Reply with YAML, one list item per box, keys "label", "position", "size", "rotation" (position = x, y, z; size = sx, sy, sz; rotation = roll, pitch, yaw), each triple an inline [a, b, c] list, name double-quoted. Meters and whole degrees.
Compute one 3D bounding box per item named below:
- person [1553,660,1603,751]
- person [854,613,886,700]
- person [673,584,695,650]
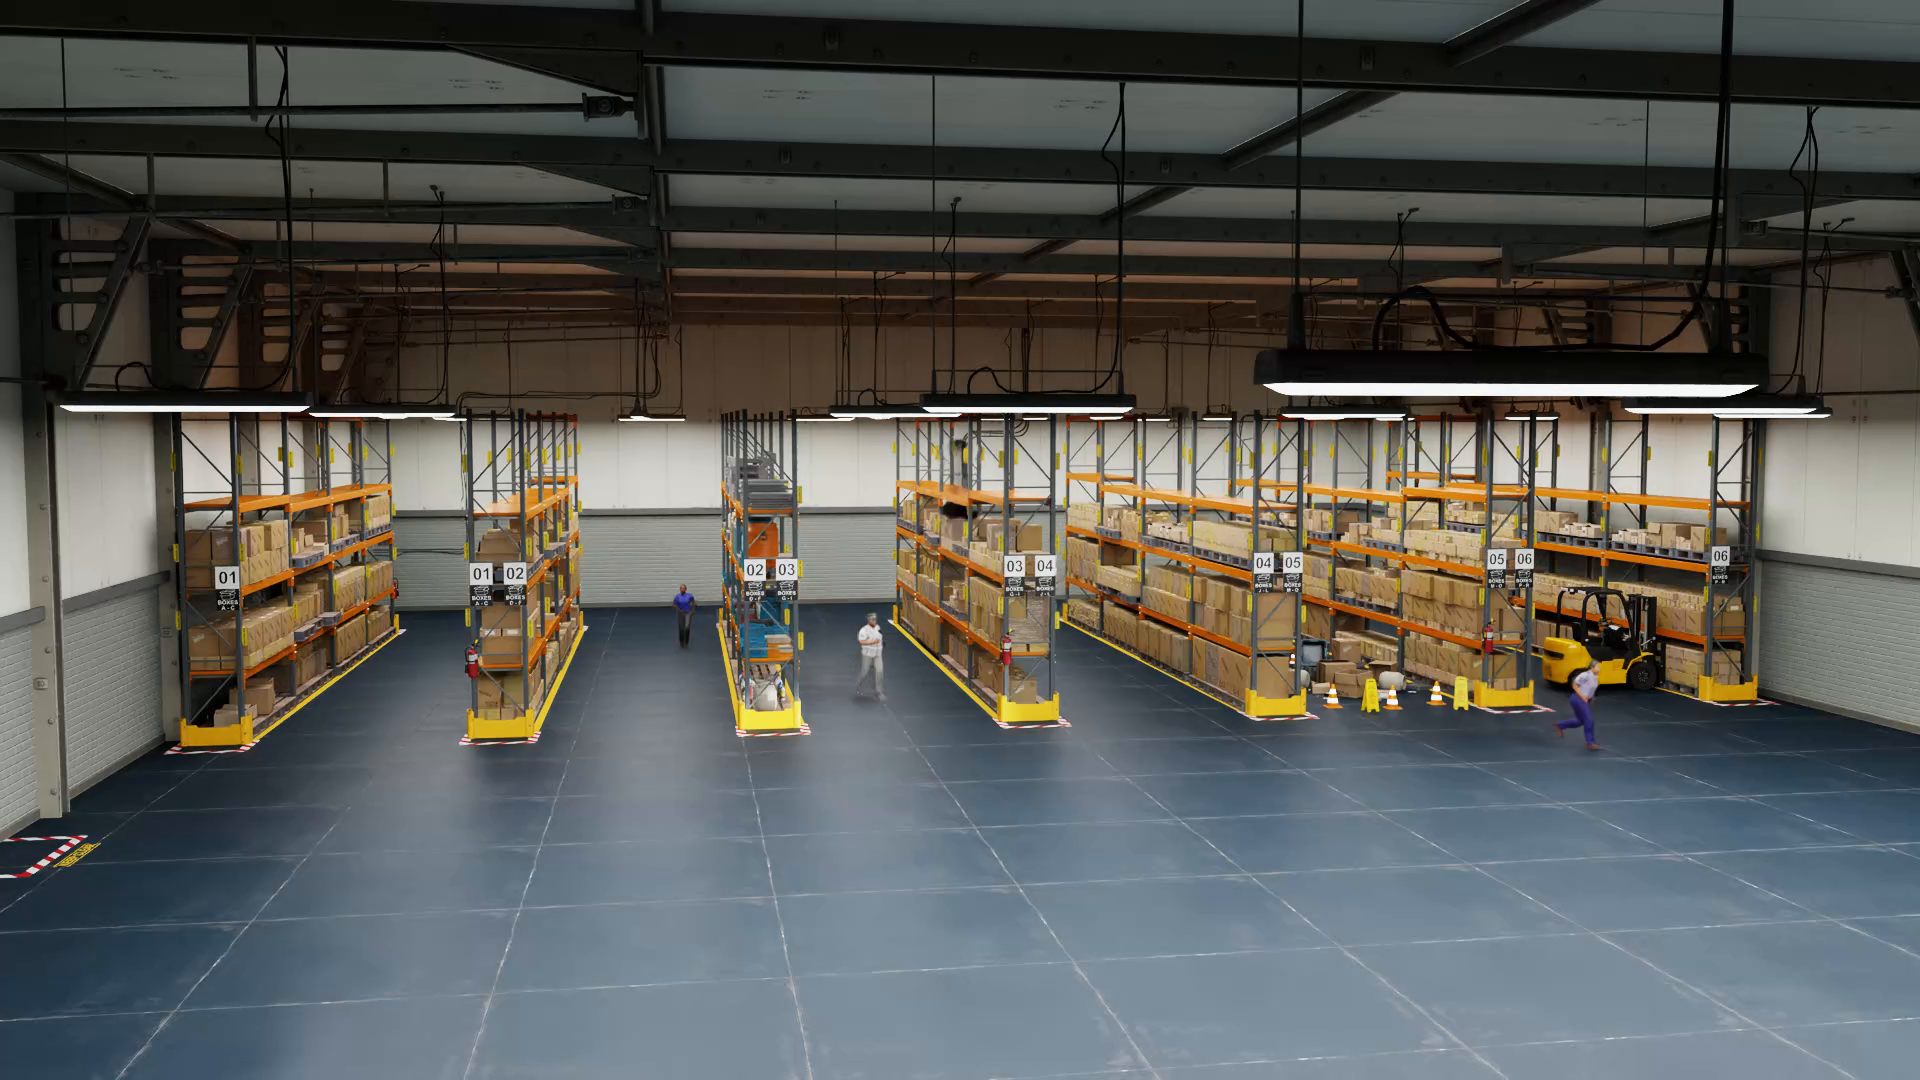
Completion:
- label: "person"
  position: [10.925, 2.886, 29.432]
  size: [0.608, 1.598, 0.931]
  rotation: [-4, 5, -42]
- label: "person"
  position: [-1.866, 2.397, 34.664]
  size: [0.650, 1.795, 0.959]
  rotation: [-3, 5, -36]
- label: "person"
  position: [-7.029, 1.962, 42.348]
  size: [0.524, 1.703, 0.767]
  rotation: [0, 4, -2]
